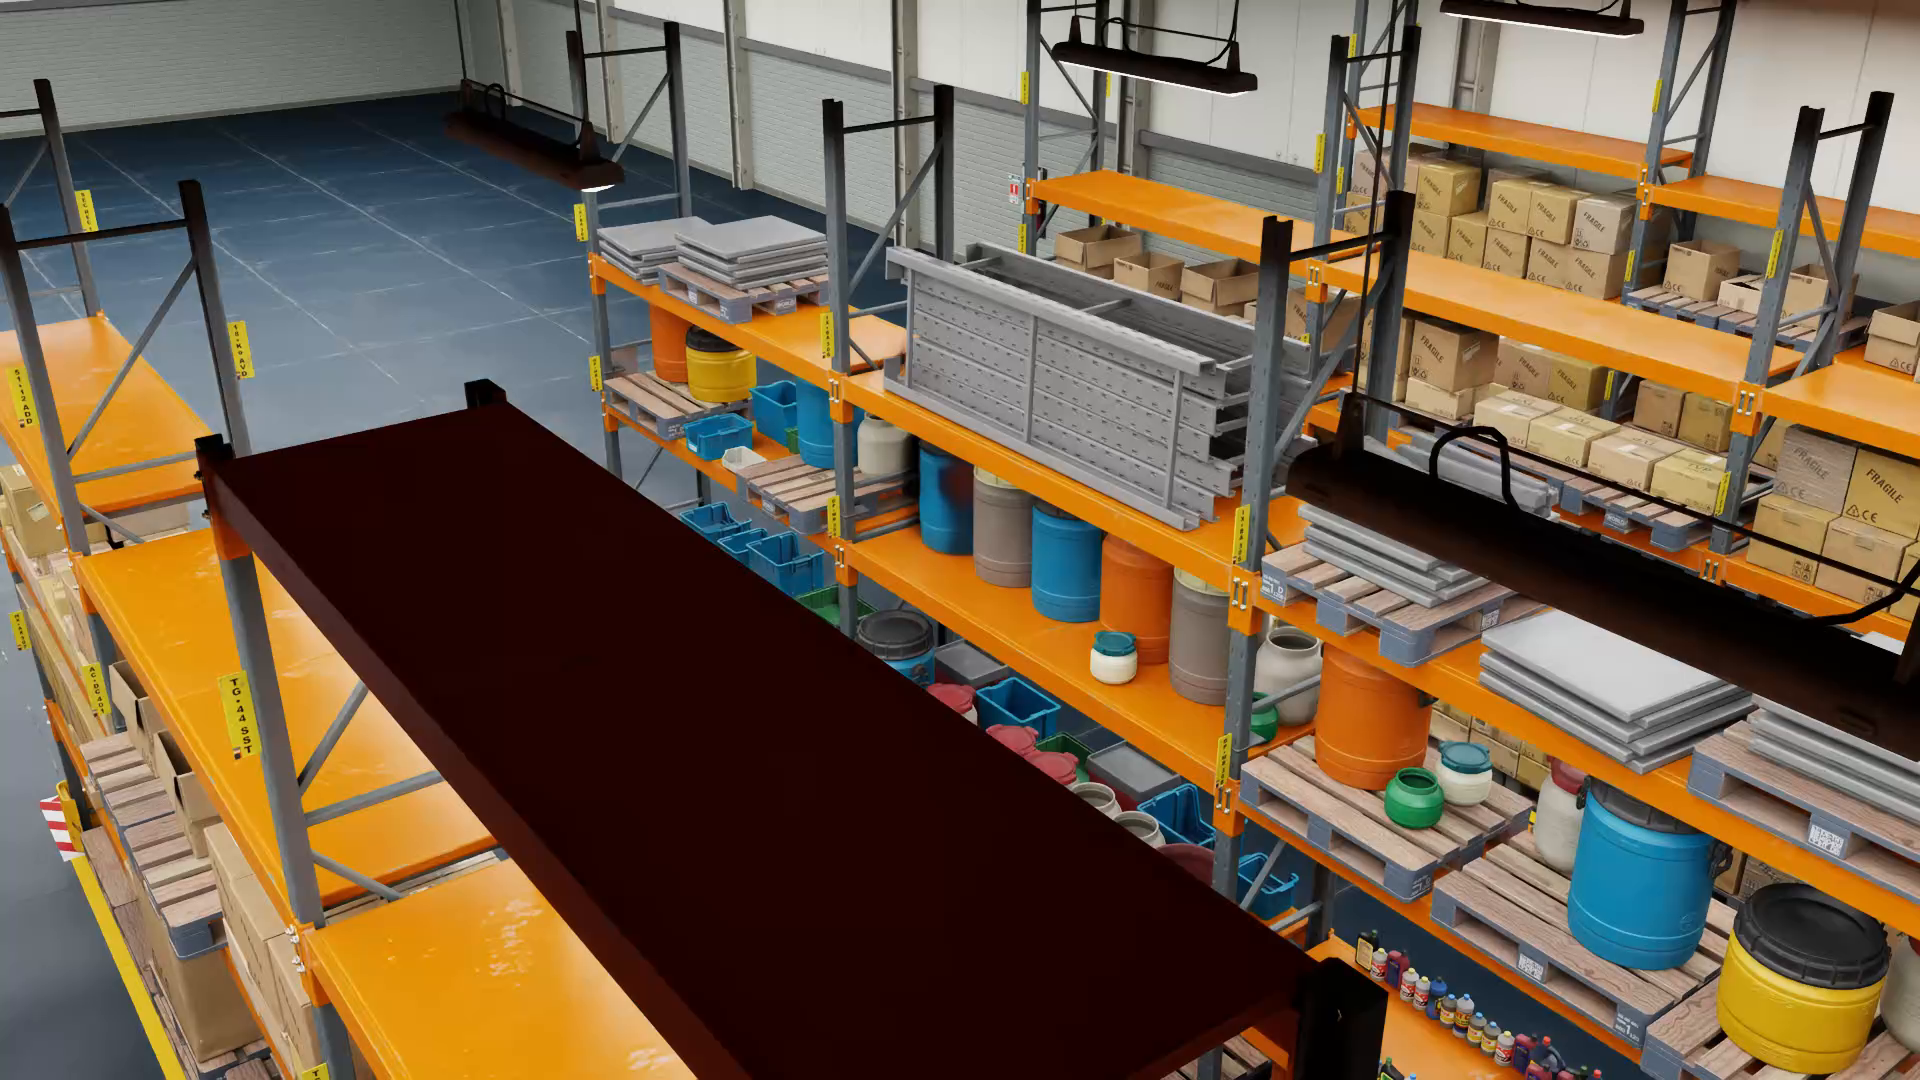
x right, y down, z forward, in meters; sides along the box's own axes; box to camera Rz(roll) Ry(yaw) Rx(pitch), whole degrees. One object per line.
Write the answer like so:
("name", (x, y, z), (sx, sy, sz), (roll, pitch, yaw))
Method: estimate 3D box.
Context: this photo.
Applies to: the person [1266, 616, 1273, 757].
("person", (2.349, 1.335, 14.000), (1.052, 1.712, 0.514), (23, 33, 40))
